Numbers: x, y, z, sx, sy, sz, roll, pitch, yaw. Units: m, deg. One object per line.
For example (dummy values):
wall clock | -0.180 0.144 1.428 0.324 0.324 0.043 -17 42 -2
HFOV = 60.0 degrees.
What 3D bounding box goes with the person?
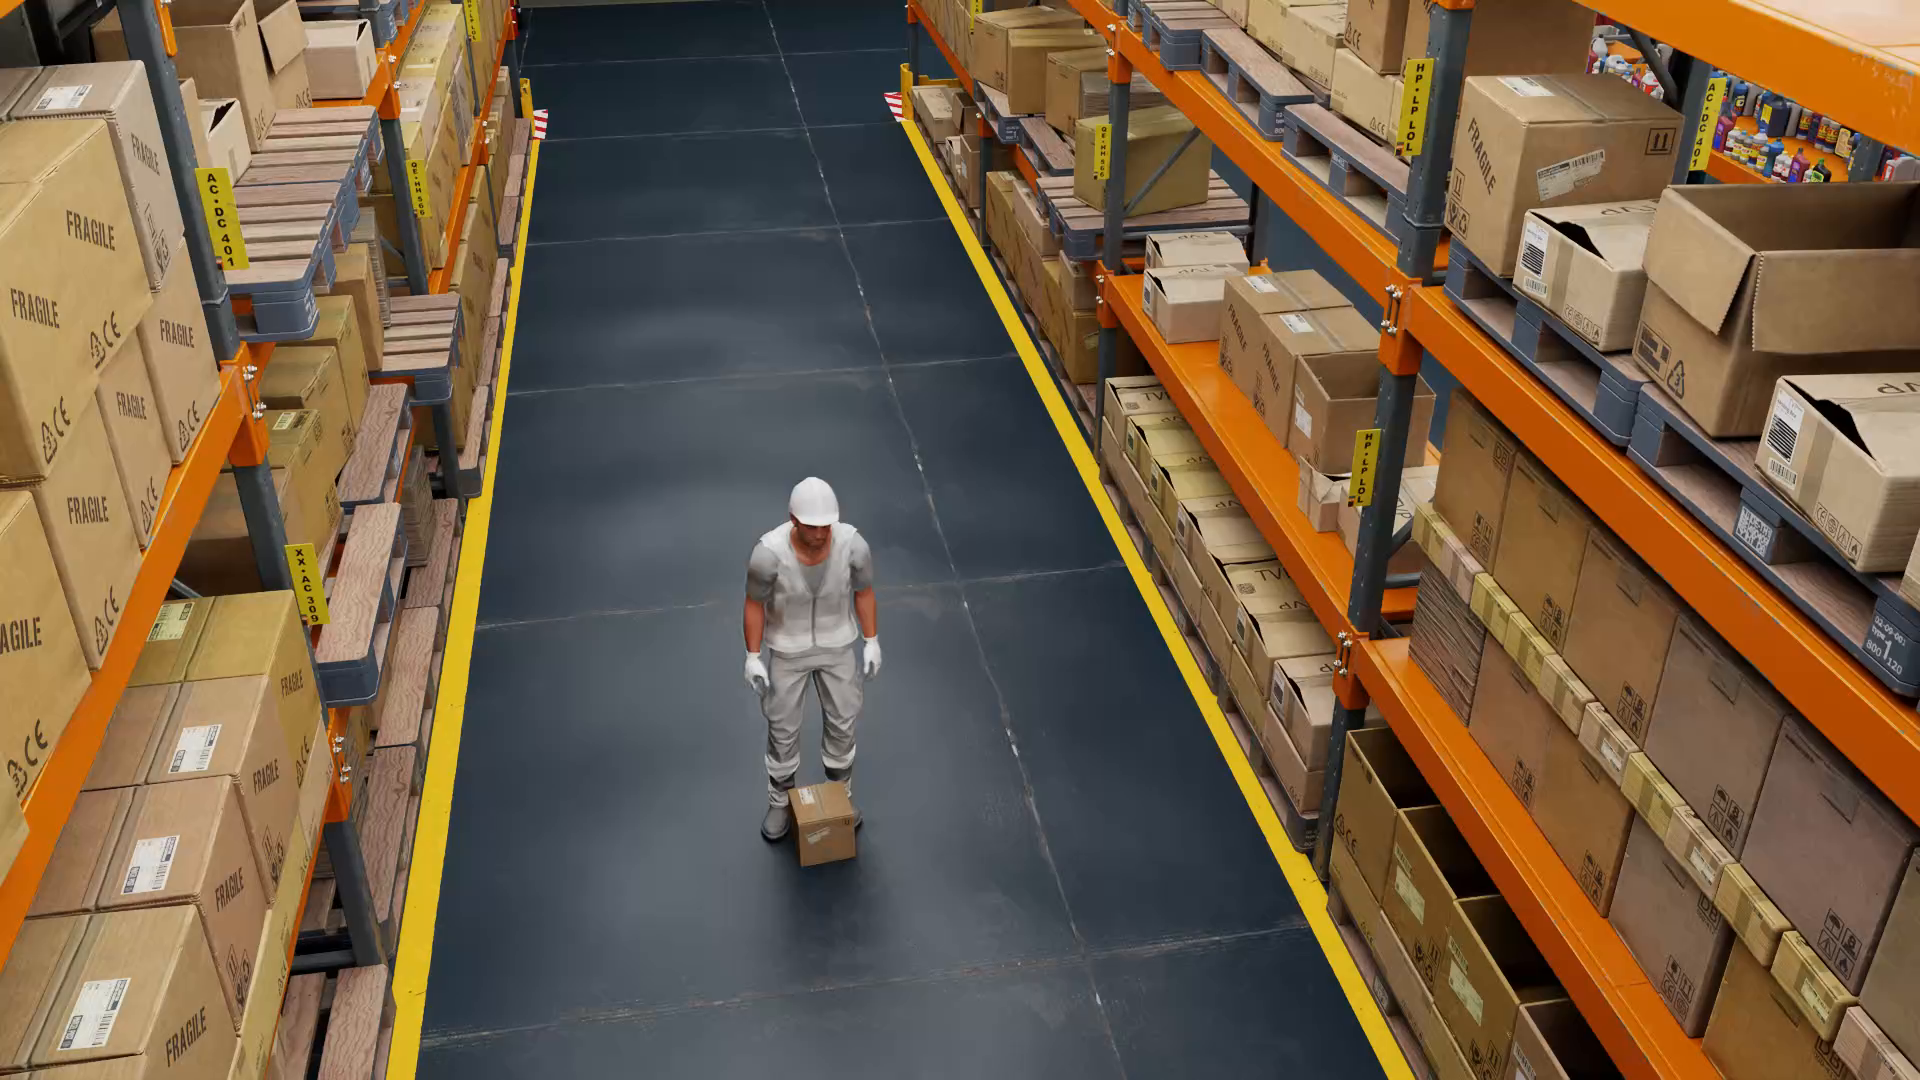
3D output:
person | -0.641 0.500 7.273 0.617 1.778 0.453 -7 31 -12
